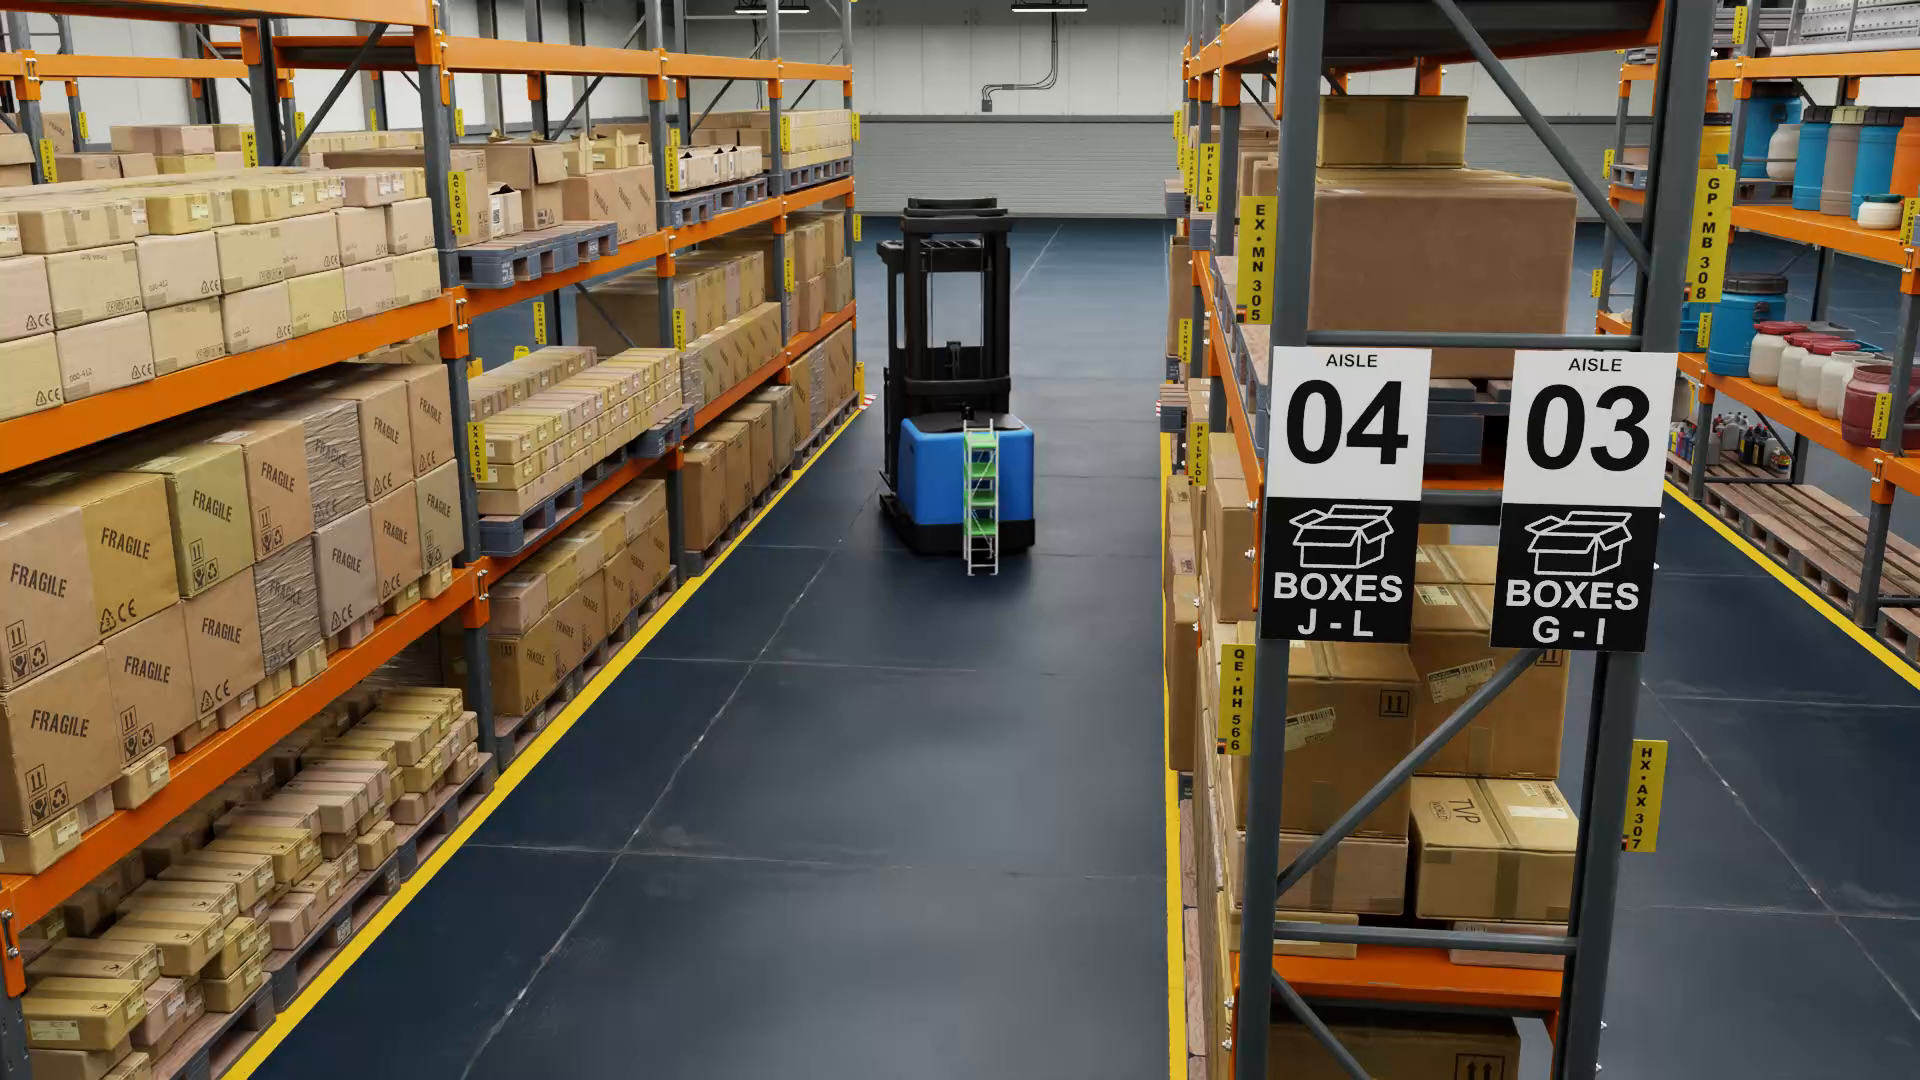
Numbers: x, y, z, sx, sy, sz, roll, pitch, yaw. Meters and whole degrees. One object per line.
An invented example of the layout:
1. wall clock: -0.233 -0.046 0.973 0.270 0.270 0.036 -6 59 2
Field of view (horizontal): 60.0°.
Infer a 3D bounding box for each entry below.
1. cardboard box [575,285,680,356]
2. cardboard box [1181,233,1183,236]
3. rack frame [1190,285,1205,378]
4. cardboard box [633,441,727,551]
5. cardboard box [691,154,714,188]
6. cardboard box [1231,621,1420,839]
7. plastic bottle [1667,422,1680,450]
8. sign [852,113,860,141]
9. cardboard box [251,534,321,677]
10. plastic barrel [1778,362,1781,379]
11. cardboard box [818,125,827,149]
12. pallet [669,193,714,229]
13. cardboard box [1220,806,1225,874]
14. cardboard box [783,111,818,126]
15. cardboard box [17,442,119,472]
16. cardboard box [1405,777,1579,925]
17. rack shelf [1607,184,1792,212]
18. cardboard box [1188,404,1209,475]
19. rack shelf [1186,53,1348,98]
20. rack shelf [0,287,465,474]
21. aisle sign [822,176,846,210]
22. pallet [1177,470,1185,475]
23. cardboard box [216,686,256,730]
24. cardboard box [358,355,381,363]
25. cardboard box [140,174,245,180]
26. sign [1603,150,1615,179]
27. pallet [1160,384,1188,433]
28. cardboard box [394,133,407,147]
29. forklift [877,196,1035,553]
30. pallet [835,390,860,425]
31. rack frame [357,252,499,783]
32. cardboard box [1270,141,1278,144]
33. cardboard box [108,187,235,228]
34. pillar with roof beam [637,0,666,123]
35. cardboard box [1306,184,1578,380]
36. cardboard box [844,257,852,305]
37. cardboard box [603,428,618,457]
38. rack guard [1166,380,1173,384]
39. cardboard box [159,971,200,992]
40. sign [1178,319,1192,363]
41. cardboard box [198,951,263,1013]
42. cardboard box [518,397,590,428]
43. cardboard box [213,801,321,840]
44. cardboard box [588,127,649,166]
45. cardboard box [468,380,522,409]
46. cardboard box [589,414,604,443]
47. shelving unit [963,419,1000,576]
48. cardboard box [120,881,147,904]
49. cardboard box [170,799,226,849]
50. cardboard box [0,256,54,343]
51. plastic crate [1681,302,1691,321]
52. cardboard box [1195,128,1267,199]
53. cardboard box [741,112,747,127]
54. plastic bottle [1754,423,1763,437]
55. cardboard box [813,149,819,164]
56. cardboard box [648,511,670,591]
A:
1. cardboard box: -2.648 -1.758 13.311 0.700 0.500 0.500 2 15 6
2. cardboard box: 2.437 -2.776 16.503 0.500 0.500 0.500 2 15 6
3. rack frame: 2.209 -0.939 12.387 1.000 3.000 0.127 2 15 6
4. cardboard box: -2.550 -0.383 13.838 1.050 0.750 0.750 1 15 5
5. cardboard box: -2.352 -3.049 13.736 0.500 0.250 0.500 2 15 8
6. cardboard box: 1.100 0.569 5.093 0.500 0.500 0.500 2 15 7
7. plastic bottle: 7.448 -1.079 17.281 0.152 0.276 0.135 2 15 7
8. sign: -1.268 -5.004 20.129 0.100 0.325 0.005 2 15 6
9. cardboard box: -3.131 0.265 7.174 0.500 0.500 0.500 1 15 5
10. plastic barrel: 7.279 -1.425 14.450 0.301 0.262 0.301 0 15 0
11. cardboard box: -1.755 -4.430 18.275 0.500 0.250 0.500 2 15 7
12. pallet: -2.688 -2.636 13.281 1.213 0.211 1.003 2 15 9
13. cardboard box: 1.076 1.022 5.616 0.380 0.149 0.250 2 15 6
14. cardboard box: -1.736 -4.526 17.864 0.380 0.149 0.250 2 15 6
15. cardboard box: -3.700 -0.103 6.621 0.500 0.500 0.500 2 15 9
16. cardboard box: 1.628 0.948 5.126 0.500 0.250 0.500 1 15 5
17. rack shelf: 7.807 -3.450 17.305 1.077 0.370 4.000 2 15 6
18. cardboard box: 1.773 -0.602 10.951 0.500 0.500 0.500 1 15 5
19. rack shelf: 2.434 -3.813 13.669 1.077 0.370 4.000 2 15 6
20. rack shelf: -3.385 -0.656 6.972 1.077 0.370 4.000 2 15 6
21. aisle sign: -1.500 -4.450 20.394 0.394 0.787 0.004 2 15 6
22. pallet: 2.574 -0.428 15.841 1.003 0.211 1.213 2 15 6
23. cardboard box: -3.174 0.671 6.915 0.380 0.149 0.250 1 15 5
24. cardboard box: -6.803 -1.790 18.561 0.500 0.500 0.500 2 15 9
25. cardboard box: -3.544 -1.612 7.697 0.380 0.149 0.250 1 15 5
26. sign: 7.487 -4.337 19.193 0.100 0.325 0.005 2 15 6
27. pallet: 2.183 -1.034 13.108 1.213 0.211 1.003 2 15 6
28. cardboard box: -6.673 -4.661 19.359 0.380 0.149 0.250 2 15 6
29. forklift: -0.145 -1.648 15.143 1.130 2.935 3.031 -3 15 -11
30. pallet: -1.818 -1.630 20.286 1.003 0.211 1.213 2 15 6
31. rack frame: -3.160 -0.074 9.188 1.000 3.000 0.127 2 15 6
32. cardboard box: 2.201 -2.251 10.498 0.500 0.500 0.500 3 15 9
33. cardboard box: -3.144 -1.325 6.634 0.380 0.149 0.250 2 15 8
34. pillar with roof beam: -4.979 -13.847 48.631 9.100 9.000 0.548 2 15 6
35. cardboard box: 1.311 -0.748 4.746 0.700 0.500 0.500 1 15 3
36. cardboard box: -1.802 -3.161 20.317 0.875 0.550 0.550 2 15 6
37. cardboard box: -2.485 -0.648 10.988 0.380 0.149 0.250 1 15 4
38. rack guard: 3.103 -1.787 20.314 1.175 0.500 0.348 2 15 6
39. cardboard box: -3.270 1.730 6.605 0.380 0.149 0.250 2 15 7
40. sign: 1.668 -1.473 12.297 0.100 0.325 0.005 2 15 6
41. cardboard box: -3.127 1.813 6.868 0.380 0.149 0.250 2 15 7
42. cardboard box: -2.542 -0.801 10.414 0.380 0.149 0.250 2 15 6
43. cardboard box: -3.152 1.314 7.572 0.380 0.149 0.250 2 15 6
44. cardboard box: -2.496 -2.864 12.104 0.396 0.266 0.258 2 15 6
45. cardboard box: -3.132 -0.960 11.003 0.380 0.149 0.250 1 15 5
46. cardboard box: -2.515 -0.728 10.714 0.380 0.149 0.250 1 15 5
47. shelving unit: 0.170 -0.353 13.670 0.258 1.200 0.503 -1 15 -4
48. cardboard box: -3.733 1.579 7.164 0.380 0.149 0.250 2 15 7
49. cardboard box: -3.606 1.300 7.624 0.380 0.149 0.250 2 15 7
50. cardboard box: -3.302 -0.762 5.316 0.500 0.250 0.500 2 15 7
51. plastic crate: 8.195 -2.489 18.406 0.499 0.251 0.408 2 15 6
52. cardboard box: 2.014 -2.808 12.402 0.500 0.500 0.500 2 15 8
53. cardboard box: -2.446 -4.411 17.439 0.380 0.149 0.250 2 15 7
54. plastic bottle: 8.106 -1.010 16.883 0.144 0.351 0.185 1 15 4
55. cardboard box: -1.736 -4.141 17.969 0.380 0.149 0.250 2 15 6
56. cardboard box: -2.523 0.071 12.636 0.500 0.500 0.500 2 15 6
